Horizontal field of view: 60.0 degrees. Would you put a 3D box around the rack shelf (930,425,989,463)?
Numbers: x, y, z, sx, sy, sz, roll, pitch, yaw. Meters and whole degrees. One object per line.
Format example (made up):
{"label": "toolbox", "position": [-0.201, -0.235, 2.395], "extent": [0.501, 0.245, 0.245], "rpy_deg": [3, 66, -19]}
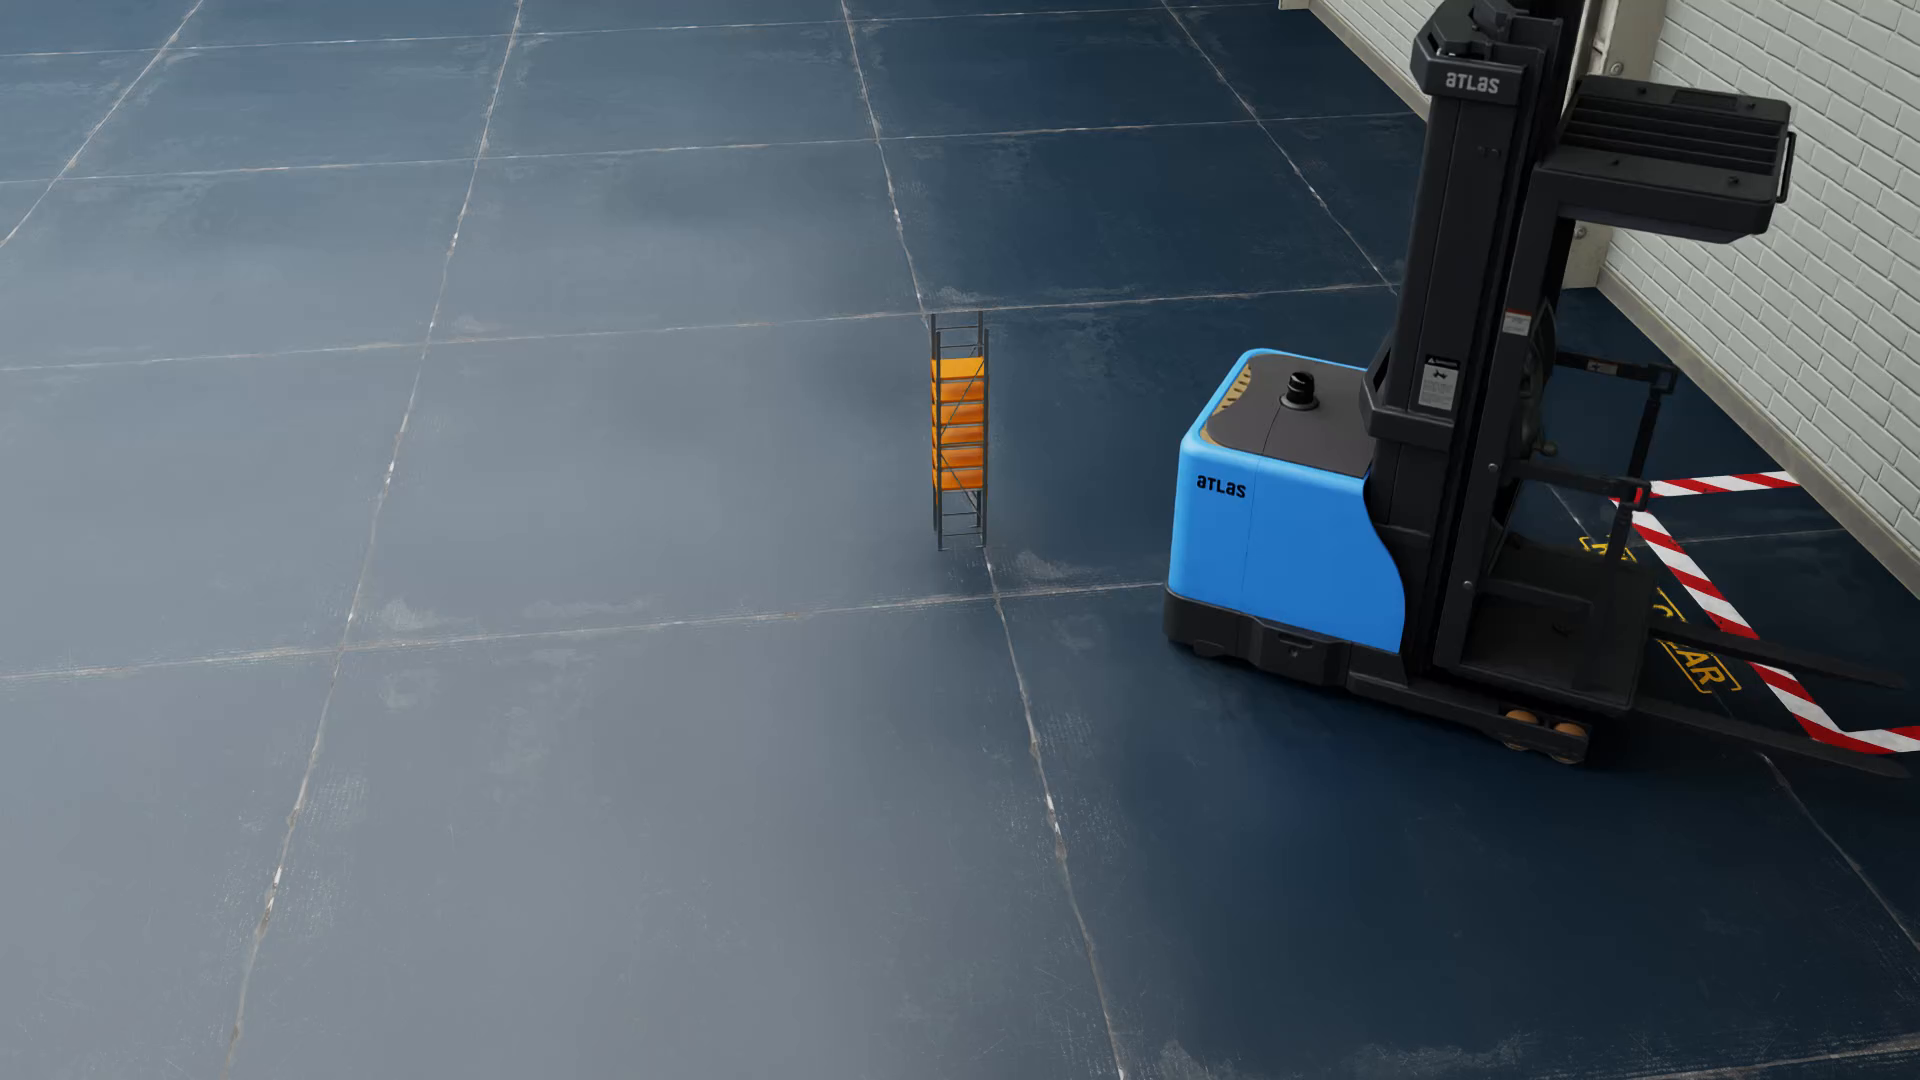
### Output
{"label": "rack shelf", "position": [-0.002, -0.467, 7.949], "extent": [0.258, 0.103, 0.180], "rpy_deg": [-4, 35, -6]}

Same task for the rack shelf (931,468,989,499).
{"label": "rack shelf", "position": [-0.002, -0.269, 8.084], "extent": [0.258, 0.103, 0.180], "rpy_deg": [-4, 35, -6]}

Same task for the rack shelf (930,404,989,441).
{"label": "rack shelf", "position": [-0.002, -0.566, 7.881], "extent": [0.258, 0.103, 0.180], "rpy_deg": [-4, 35, -6]}

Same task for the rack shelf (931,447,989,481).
{"label": "rack shelf", "position": [-0.002, -0.368, 8.017], "extent": [0.258, 0.103, 0.180], "rpy_deg": [-4, 35, -6]}

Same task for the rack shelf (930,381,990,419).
{"label": "rack shelf", "position": [-0.002, -0.665, 7.814], "extent": [0.258, 0.103, 0.180], "rpy_deg": [-4, 35, -6]}

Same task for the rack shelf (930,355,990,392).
{"label": "rack shelf", "position": [-0.002, -0.765, 7.746], "extent": [0.258, 0.103, 0.180], "rpy_deg": [-4, 35, -6]}

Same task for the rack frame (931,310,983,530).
{"label": "rack frame", "position": [-0.014, -0.555, 7.999], "extent": [0.240, 1.200, 0.006], "rpy_deg": [-4, 35, -6]}

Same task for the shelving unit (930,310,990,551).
{"label": "shelving unit", "position": [-0.002, -0.504, 7.924], "extent": [0.258, 1.200, 0.189], "rpy_deg": [-4, 35, -6]}

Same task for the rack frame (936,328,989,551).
{"label": "rack frame", "position": [0.010, -0.453, 7.849], "extent": [0.240, 1.200, 0.006], "rpy_deg": [-4, 35, -6]}

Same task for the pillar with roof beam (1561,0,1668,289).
{"label": "pillar with roof beam", "position": [-0.348, -5.114, 7.763], "extent": [9.100, 9.000, 0.400], "rpy_deg": [-4, 35, -6]}

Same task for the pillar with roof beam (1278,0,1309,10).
{"label": "pillar with roof beam", "position": [-1.155, -8.462, 12.676], "extent": [9.100, 9.000, 0.400], "rpy_deg": [-4, 35, -6]}

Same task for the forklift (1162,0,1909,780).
{"label": "forklift", "position": [2.472, -0.627, 6.568], "extent": [3.031, 2.935, 1.130], "rpy_deg": [15, 37, 21]}
